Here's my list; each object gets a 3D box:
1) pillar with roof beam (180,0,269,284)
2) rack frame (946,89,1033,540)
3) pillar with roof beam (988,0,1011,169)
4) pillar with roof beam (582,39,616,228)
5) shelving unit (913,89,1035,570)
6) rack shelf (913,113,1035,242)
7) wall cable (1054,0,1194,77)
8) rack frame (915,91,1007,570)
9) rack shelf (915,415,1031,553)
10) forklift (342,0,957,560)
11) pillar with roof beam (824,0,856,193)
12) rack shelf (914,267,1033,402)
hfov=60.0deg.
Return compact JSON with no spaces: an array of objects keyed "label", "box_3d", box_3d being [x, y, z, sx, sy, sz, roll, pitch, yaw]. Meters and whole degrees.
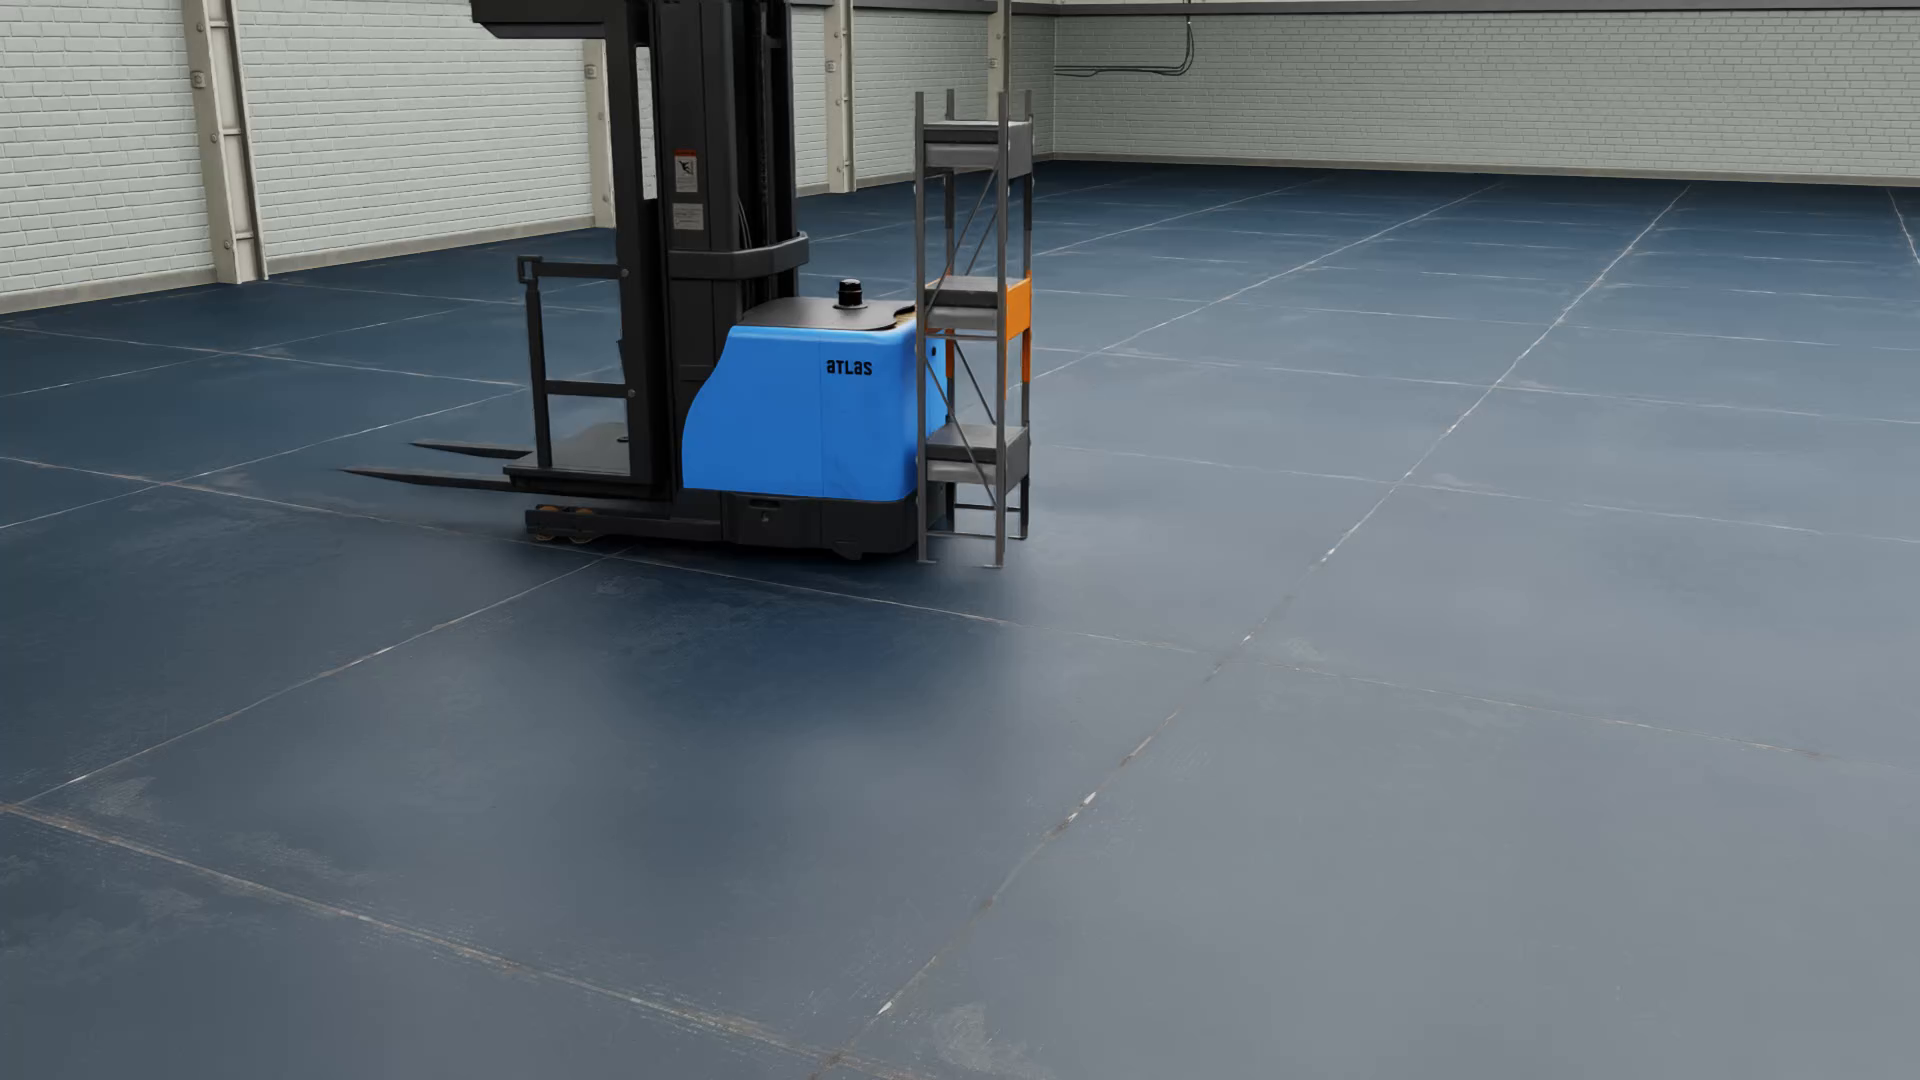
[{"label":"pillar with roof beam","box_3d":[-3.440,-6.402,13.775,9.100,9.000,0.400,8,18,25]},{"label":"rack frame","box_3d":[0.133,-1.022,7.777,0.400,2.100,0.015,4,17,15]},{"label":"pillar with roof beam","box_3d":[4.603,-10.987,29.211,9.100,9.000,0.400,8,18,25]},{"label":"pillar with roof beam","box_3d":[-0.759,-7.931,18.920,9.100,9.000,0.400,8,18,25]},{"label":"shelving unit","box_3d":[0.068,-0.955,7.551,0.431,2.100,0.503,4,17,15]},{"label":"rack shelf","box_3d":[0.068,-1.613,7.356,0.431,0.518,0.480,4,17,15]},{"label":"wall cable","box_3d":[3.251,-10.629,33.458,3.097,2.526,0.112,8,18,25]},{"label":"rack frame","box_3d":[0.004,-0.888,7.326,0.400,2.100,0.015,4,17,15]},{"label":"rack shelf","box_3d":[0.068,-0.271,7.754,0.431,0.518,0.480,4,17,15]},{"label":"forklift","box_3d":[-1.593,-1.525,8.010,3.031,2.935,1.130,4,17,15]},{"label":"pillar with roof beam","box_3d":[1.922,-9.459,24.066,9.100,9.000,0.400,8,18,25]},{"label":"rack shelf","box_3d":[0.068,-0.942,7.555,0.431,0.518,0.480,4,17,15]}]
